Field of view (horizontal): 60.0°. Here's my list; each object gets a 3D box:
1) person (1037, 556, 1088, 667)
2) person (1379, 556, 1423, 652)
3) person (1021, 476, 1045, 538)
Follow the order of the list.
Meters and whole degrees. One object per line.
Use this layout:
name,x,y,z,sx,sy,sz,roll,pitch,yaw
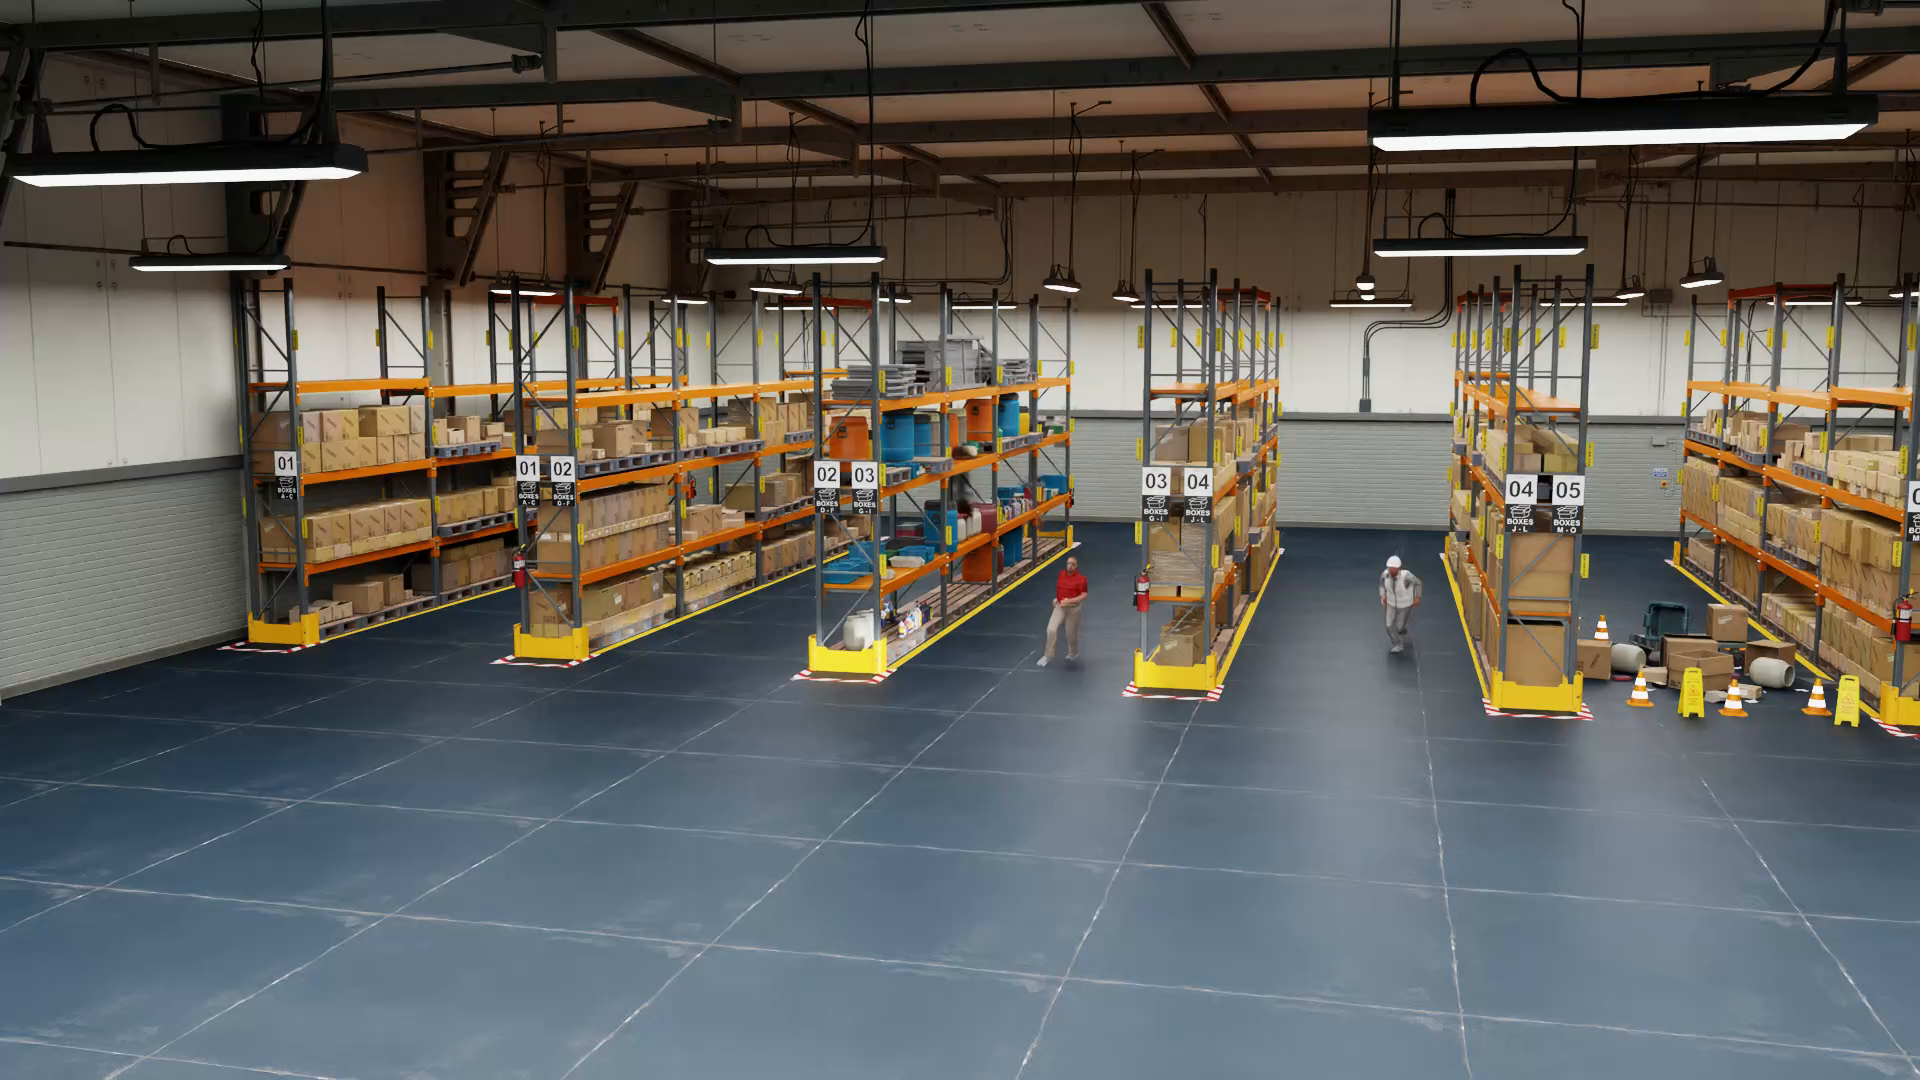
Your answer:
person,1.649,1.086,25.607,0.734,1.710,0.848,4,8,28
person,7.052,1.024,26.631,0.676,1.596,0.913,4,8,30
person,1.783,-0.788,41.702,0.828,1.629,0.558,3,8,24
